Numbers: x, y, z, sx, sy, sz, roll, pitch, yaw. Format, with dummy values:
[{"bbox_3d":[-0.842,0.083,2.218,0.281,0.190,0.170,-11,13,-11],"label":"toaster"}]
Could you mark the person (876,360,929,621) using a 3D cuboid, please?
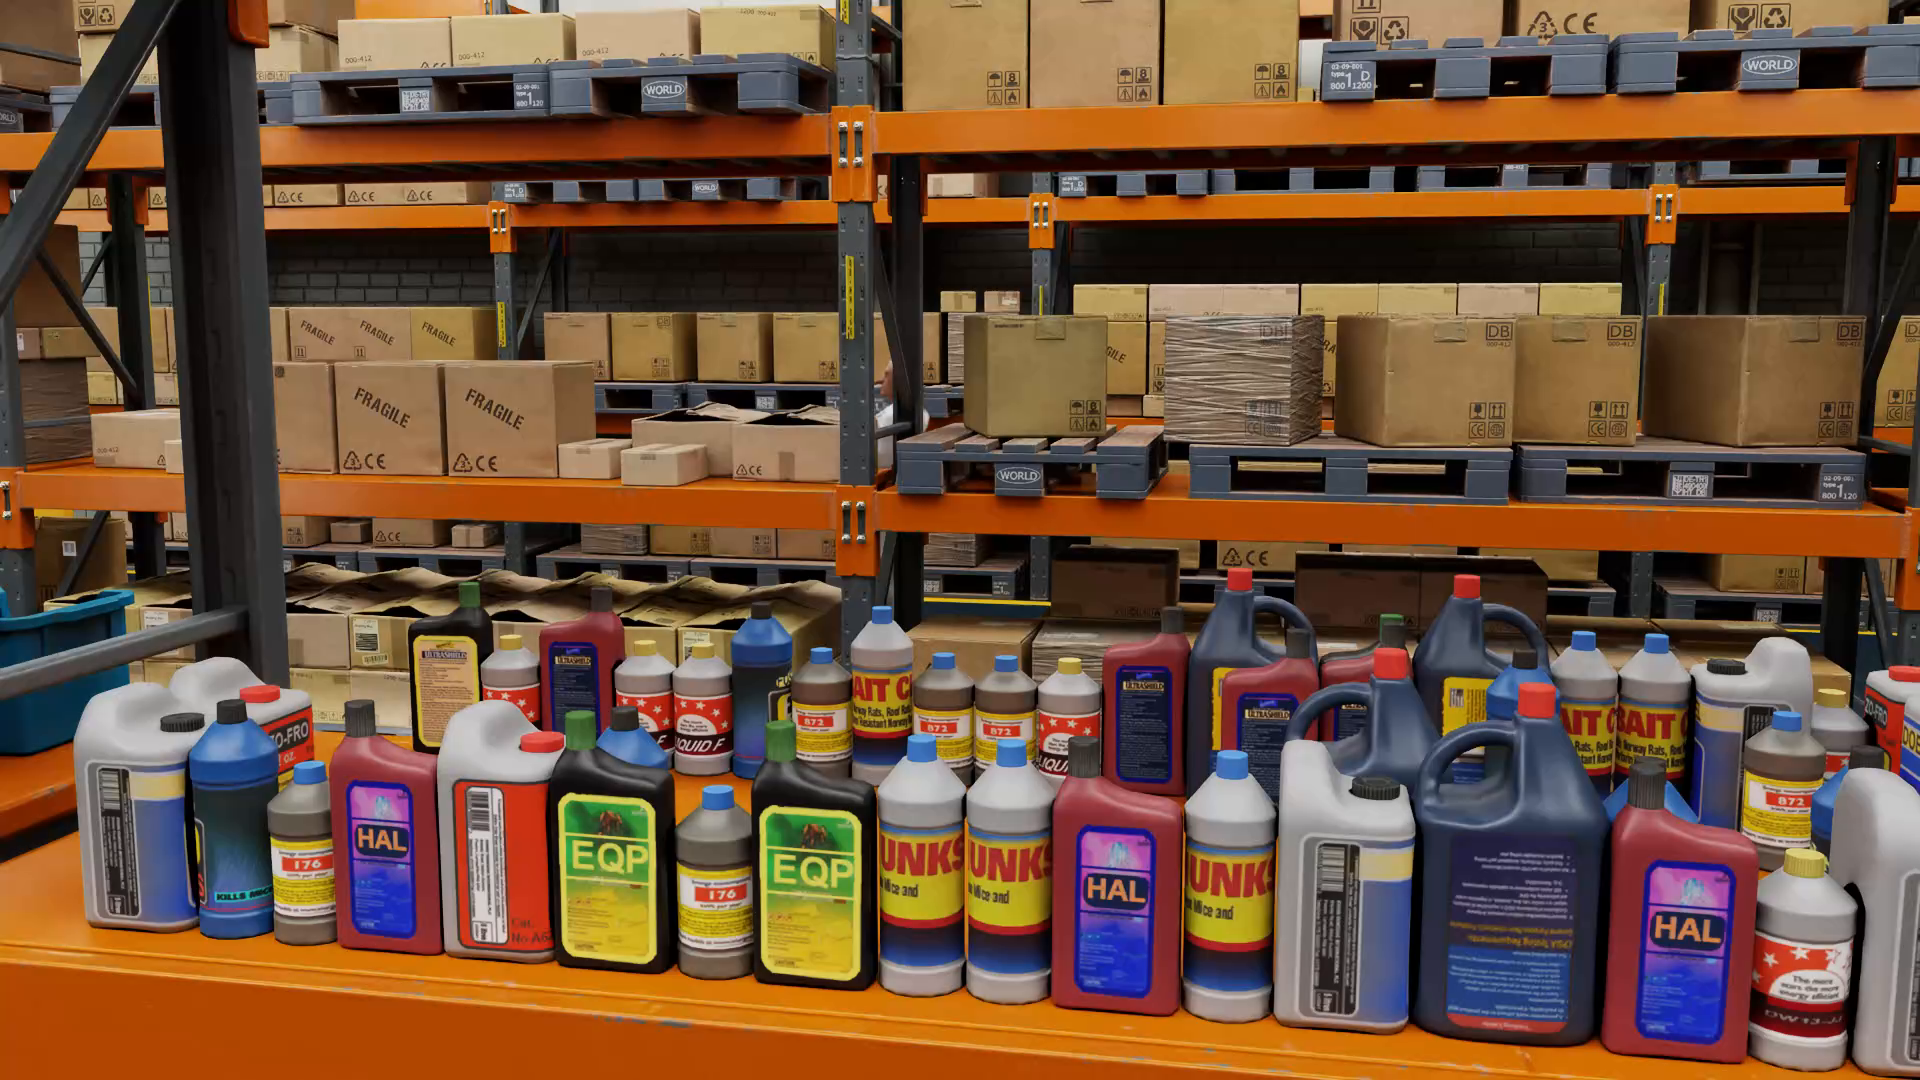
[{"bbox_3d":[-0.473,-0.140,9.368,0.550,1.779,0.543,2,8,11],"label":"person"}]
